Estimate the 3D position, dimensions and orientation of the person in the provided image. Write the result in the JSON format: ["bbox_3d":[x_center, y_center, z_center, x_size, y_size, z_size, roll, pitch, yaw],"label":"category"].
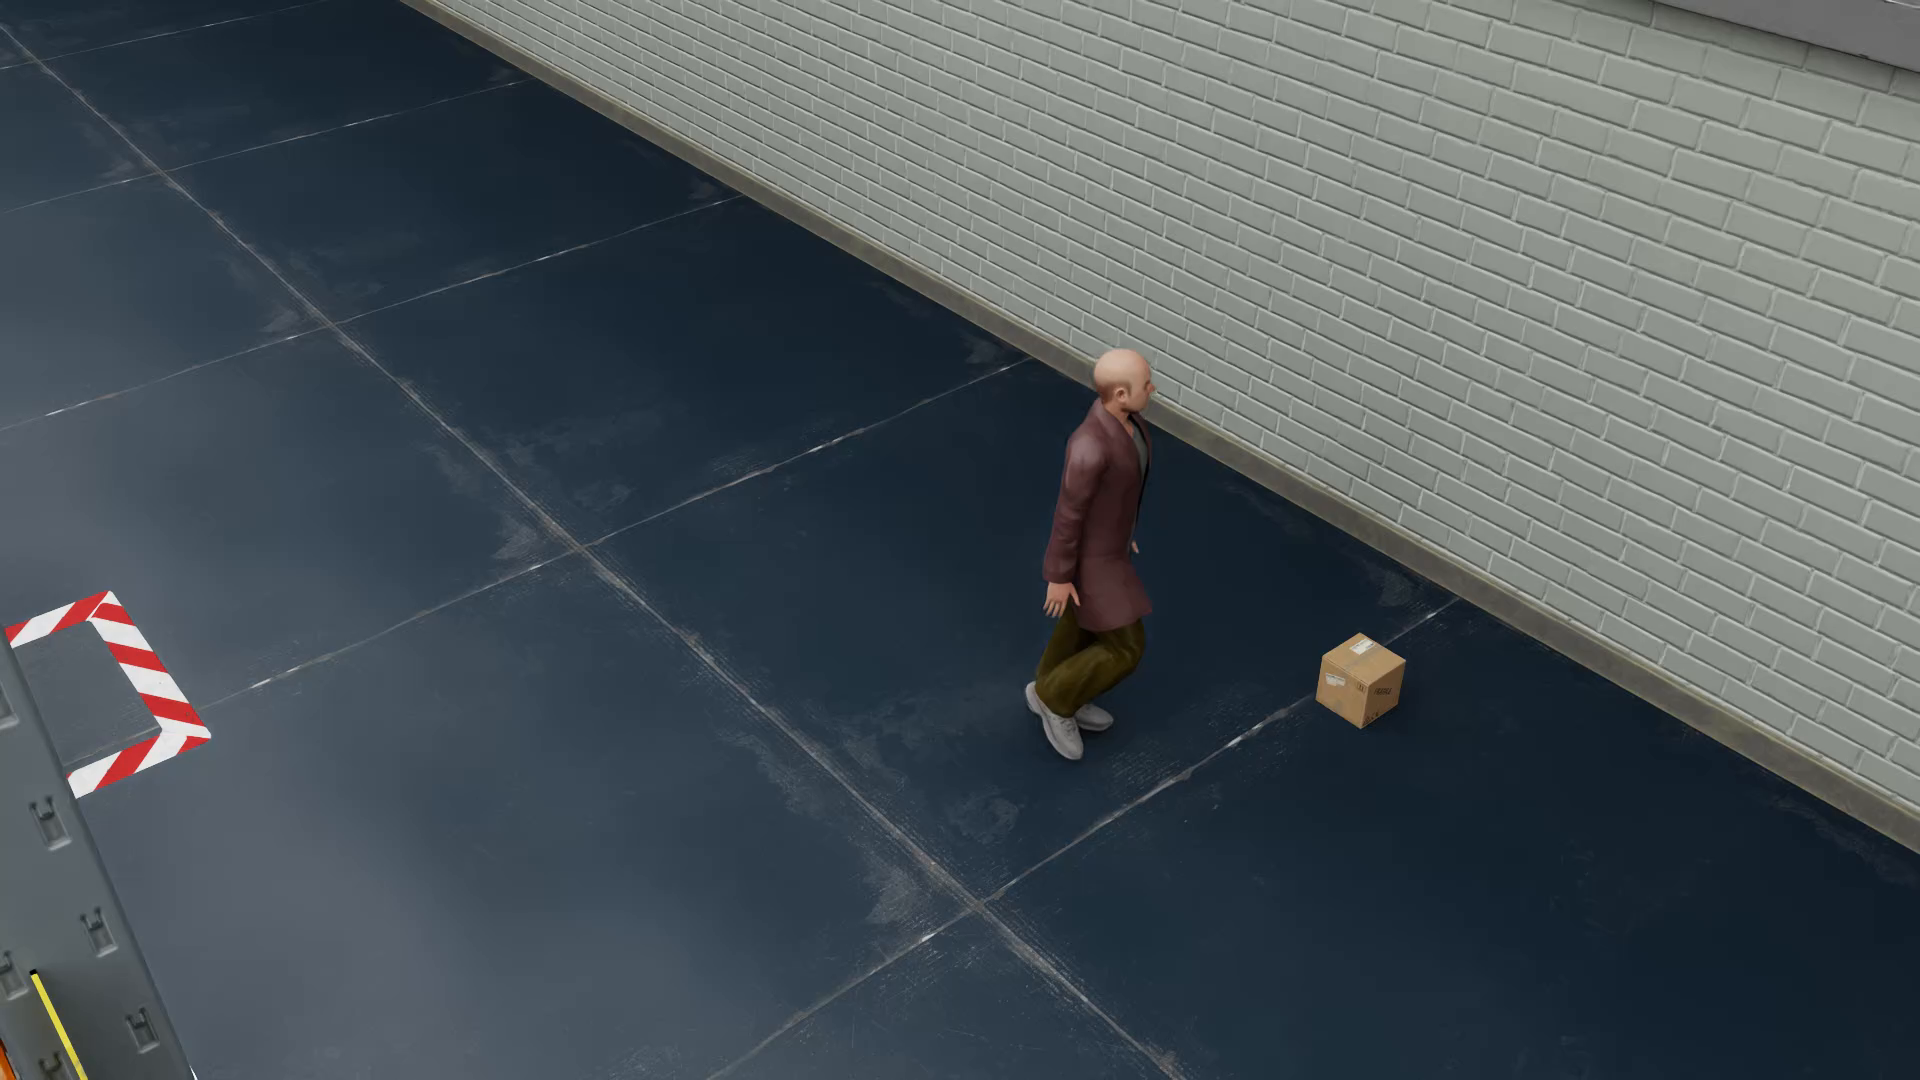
[{"bbox_3d":[0.540,0.050,6.547,0.523,1.776,0.613,9,36,12],"label":"person"}]
